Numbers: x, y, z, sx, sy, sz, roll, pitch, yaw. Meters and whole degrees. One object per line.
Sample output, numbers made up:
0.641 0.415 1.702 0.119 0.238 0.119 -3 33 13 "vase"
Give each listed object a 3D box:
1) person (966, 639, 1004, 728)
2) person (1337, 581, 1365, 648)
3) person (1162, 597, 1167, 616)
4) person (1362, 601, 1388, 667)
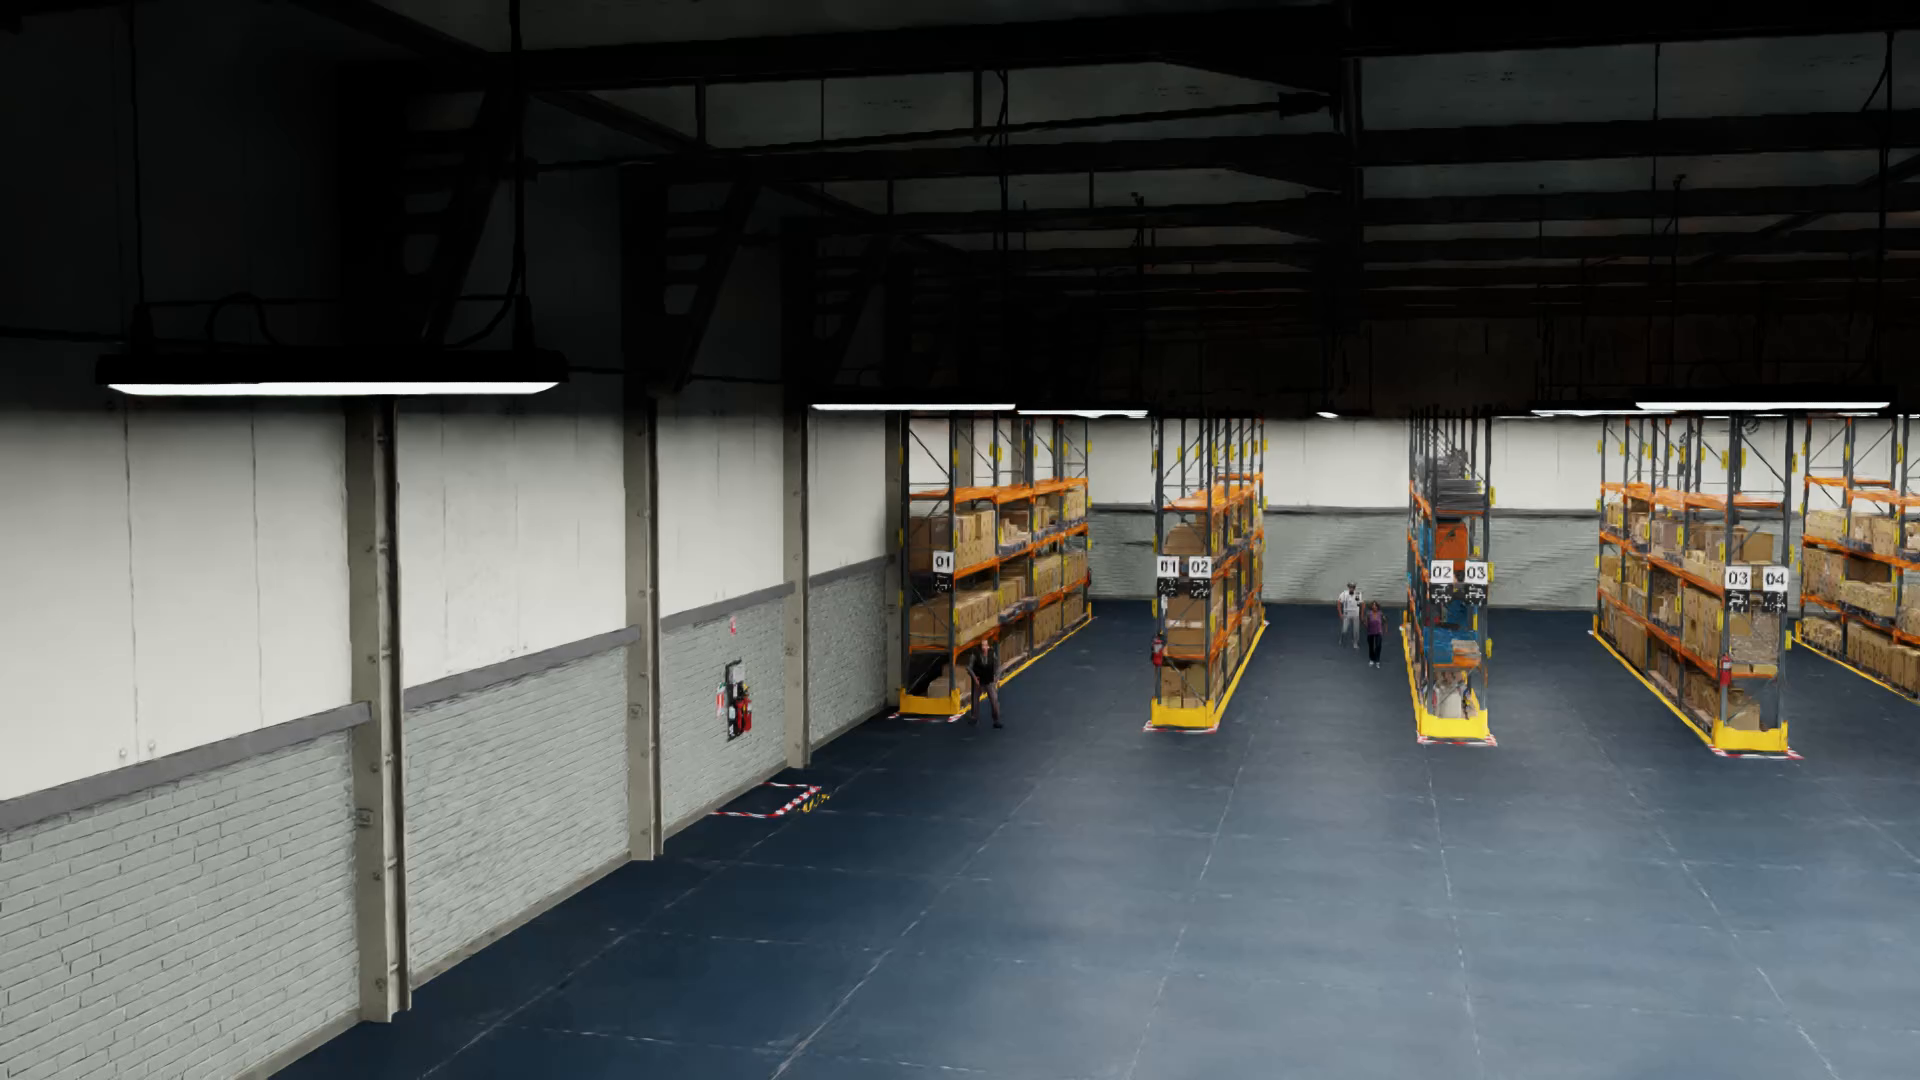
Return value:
0.449 2.656 31.075 0.688 1.659 0.825 0 4 -4 "person"
9.835 1.871 41.838 0.682 1.715 0.542 1 4 12 "person"
5.551 1.770 43.799 0.495 1.587 1.086 1 4 16 "person"
9.682 2.174 38.816 0.562 1.530 0.815 1 4 20 "person"
